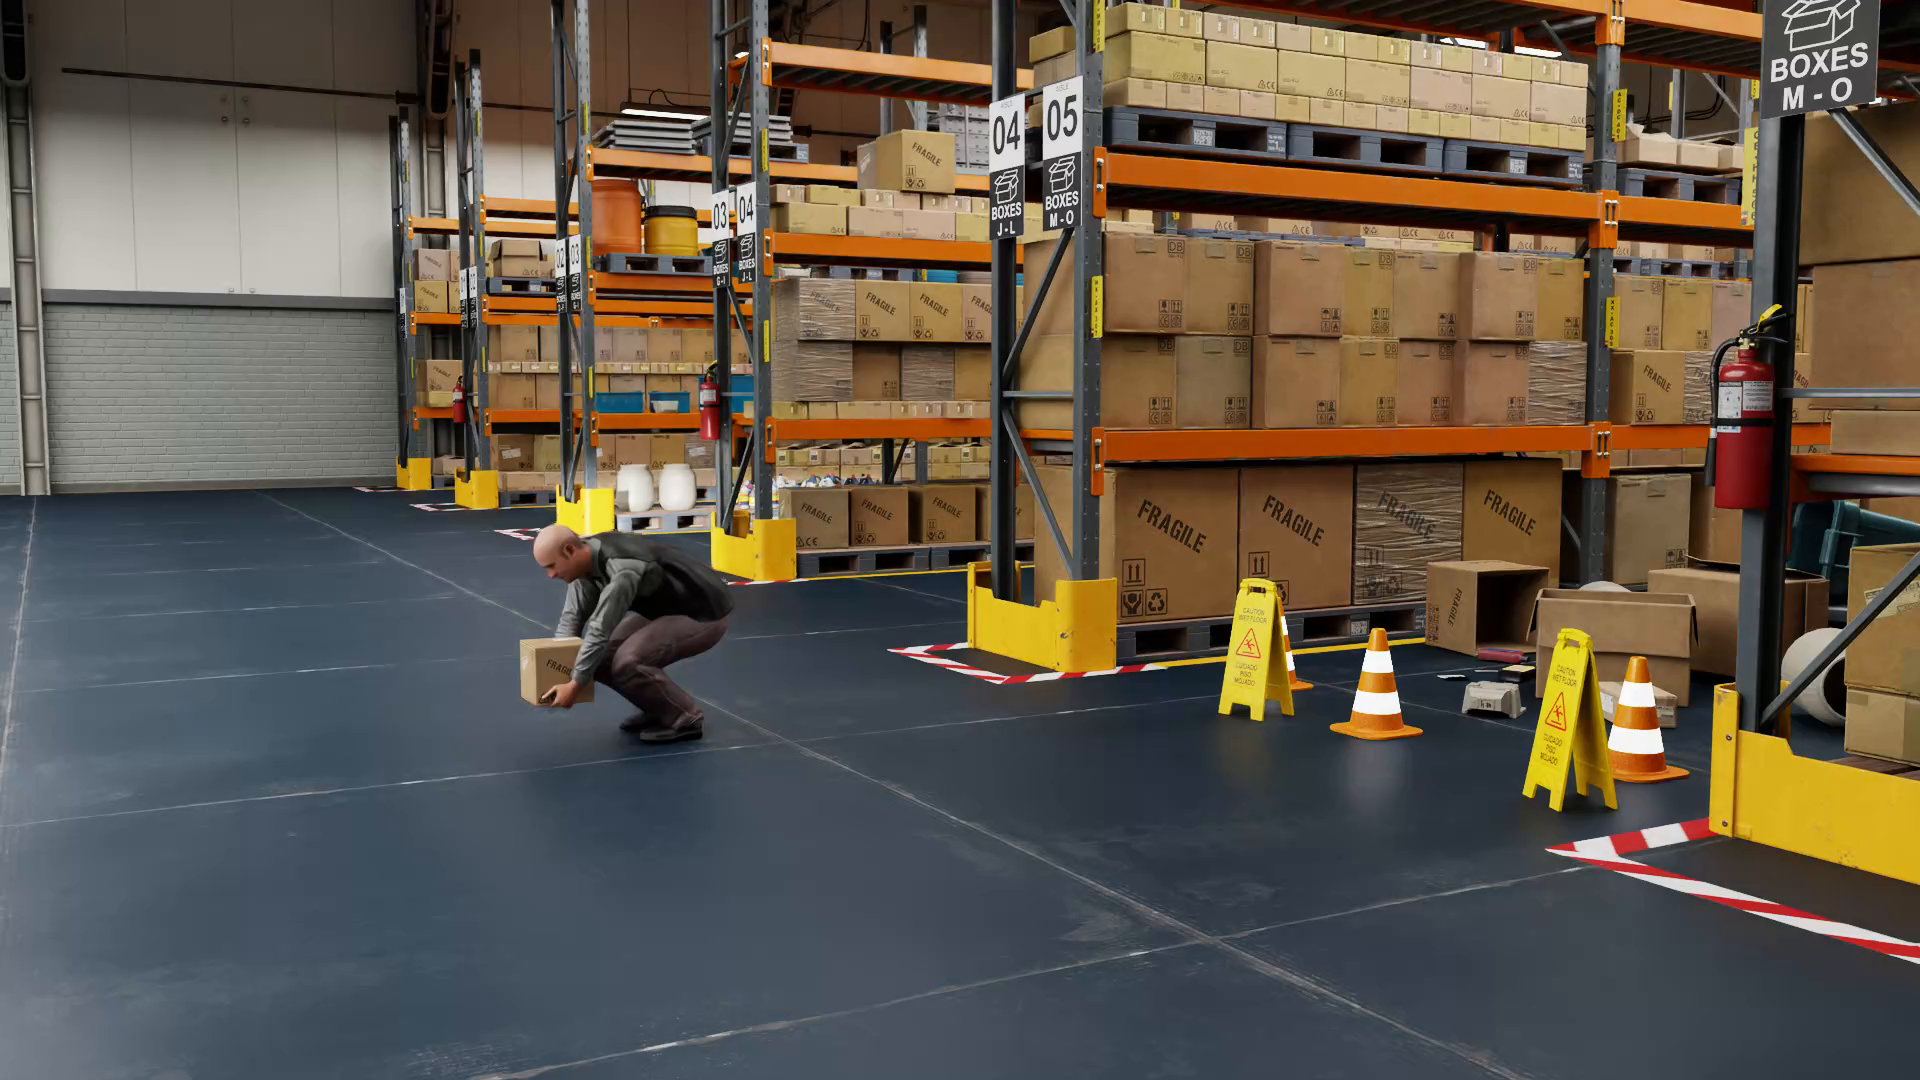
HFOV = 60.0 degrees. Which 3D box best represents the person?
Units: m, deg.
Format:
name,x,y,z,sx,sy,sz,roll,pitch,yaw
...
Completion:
name,x,y,z,sx,sy,sz,roll,pitch,yaw
person,-1.430,0.395,7.272,0.884,0.964,0.511,-3,6,-30
